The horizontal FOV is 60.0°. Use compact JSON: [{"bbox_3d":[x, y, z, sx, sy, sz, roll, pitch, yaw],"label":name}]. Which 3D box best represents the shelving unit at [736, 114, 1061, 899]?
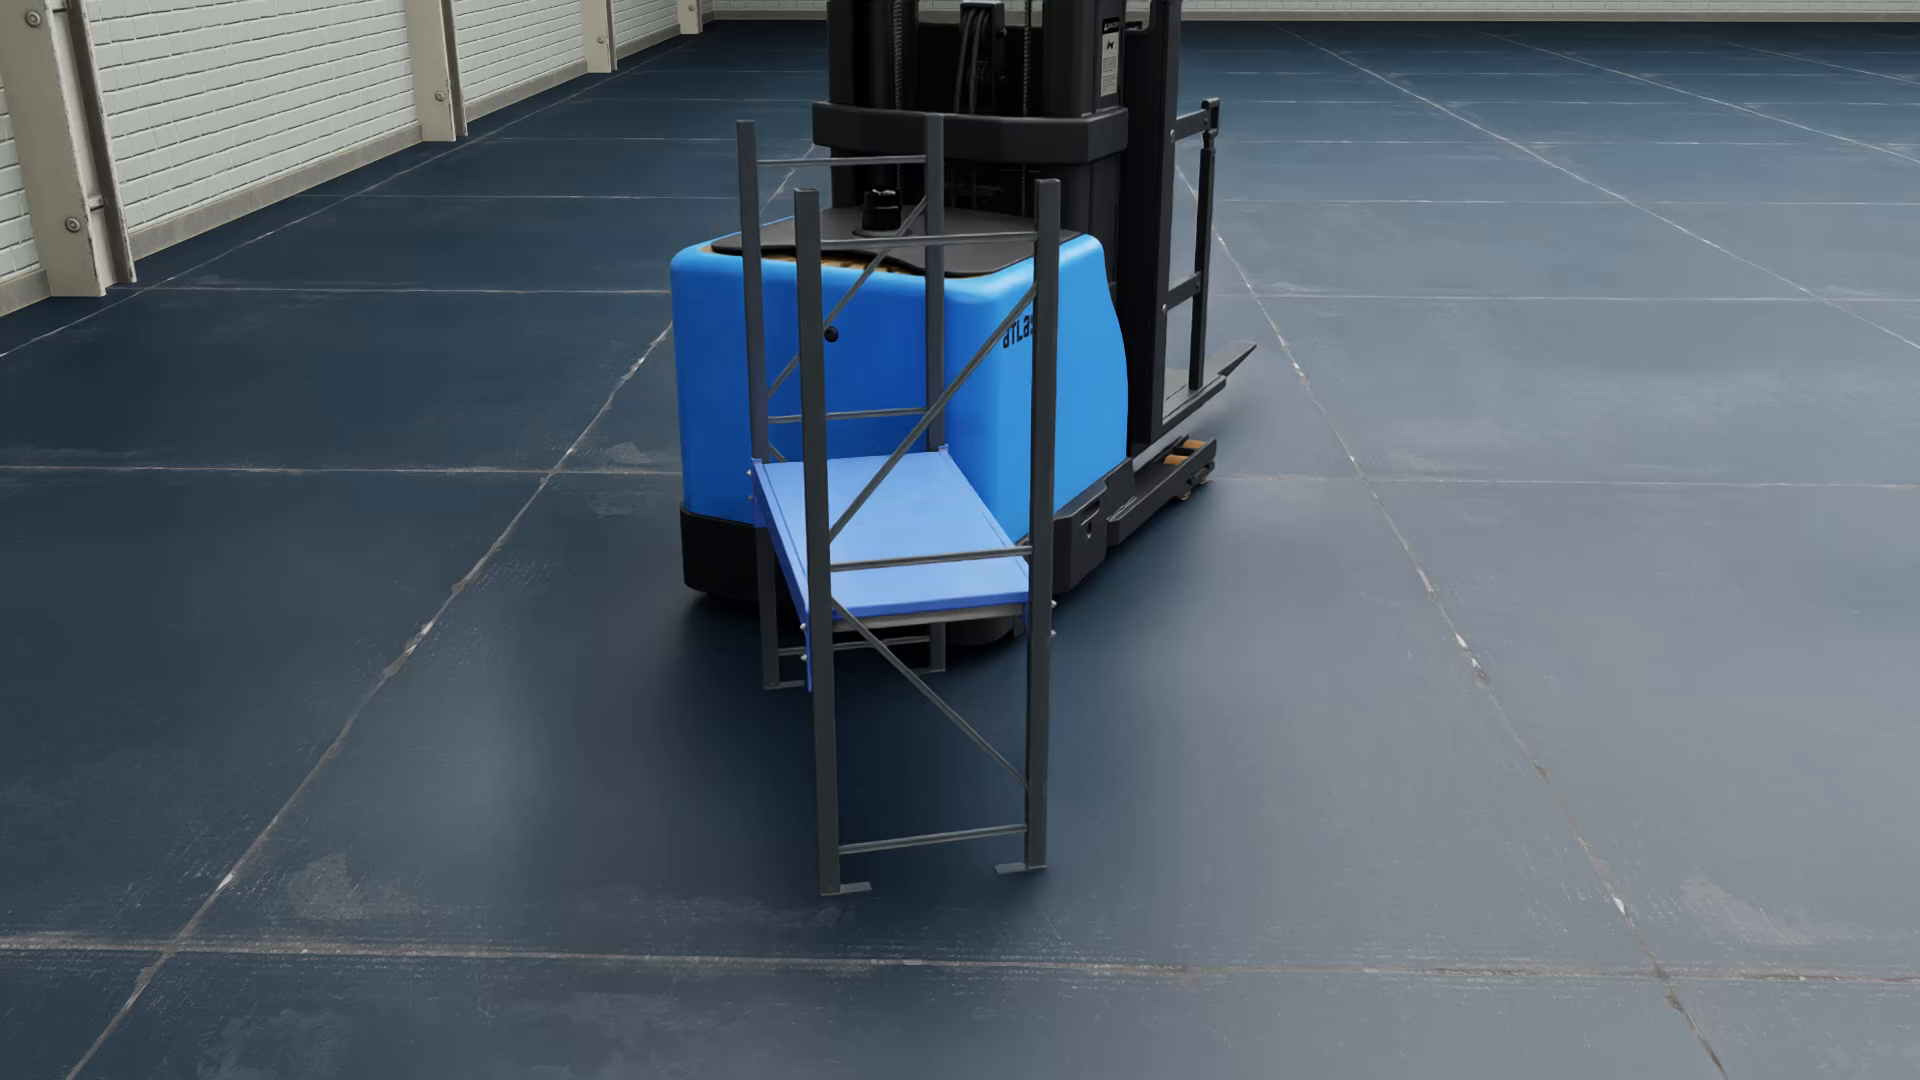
[{"bbox_3d":[-0.172,-0.138,3.810,0.538,1.500,1.048,-5,22,-12],"label":"shelving unit"}]

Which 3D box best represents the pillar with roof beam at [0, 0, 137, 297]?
[{"bbox_3d":[-0.432,-5.521,7.319,9.100,9.000,0.400,1,21,2],"label":"pillar with roof beam"}]

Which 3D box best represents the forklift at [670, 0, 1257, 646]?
[{"bbox_3d":[0.281,-1.568,5.519,1.130,2.935,3.031,10,23,25],"label":"forklift"}]

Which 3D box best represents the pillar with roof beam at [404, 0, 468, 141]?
[{"bbox_3d":[-0.249,-7.691,12.910,9.100,9.000,0.400,1,21,2],"label":"pillar with roof beam"}]

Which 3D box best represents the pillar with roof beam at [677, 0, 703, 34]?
[{"bbox_3d":[0.116,-12.030,24.092,9.100,9.000,0.400,1,21,2],"label":"pillar with roof beam"}]

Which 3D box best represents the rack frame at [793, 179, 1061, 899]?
[{"bbox_3d":[-0.057,0.042,3.348,0.500,1.500,0.032,-5,22,-12],"label":"rack frame"}]

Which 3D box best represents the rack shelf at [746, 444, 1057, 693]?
[{"bbox_3d":[-0.172,0.030,3.875,0.538,0.185,1.000,-5,22,-12],"label":"rack shelf"}]

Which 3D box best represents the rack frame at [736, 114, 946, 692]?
[{"bbox_3d":[-0.287,-0.317,4.272,0.500,1.500,0.032,-5,22,-12],"label":"rack frame"}]

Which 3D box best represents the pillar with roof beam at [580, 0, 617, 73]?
[{"bbox_3d":[-0.067,-9.860,18.501,9.100,9.000,0.400,1,21,2],"label":"pillar with roof beam"}]
